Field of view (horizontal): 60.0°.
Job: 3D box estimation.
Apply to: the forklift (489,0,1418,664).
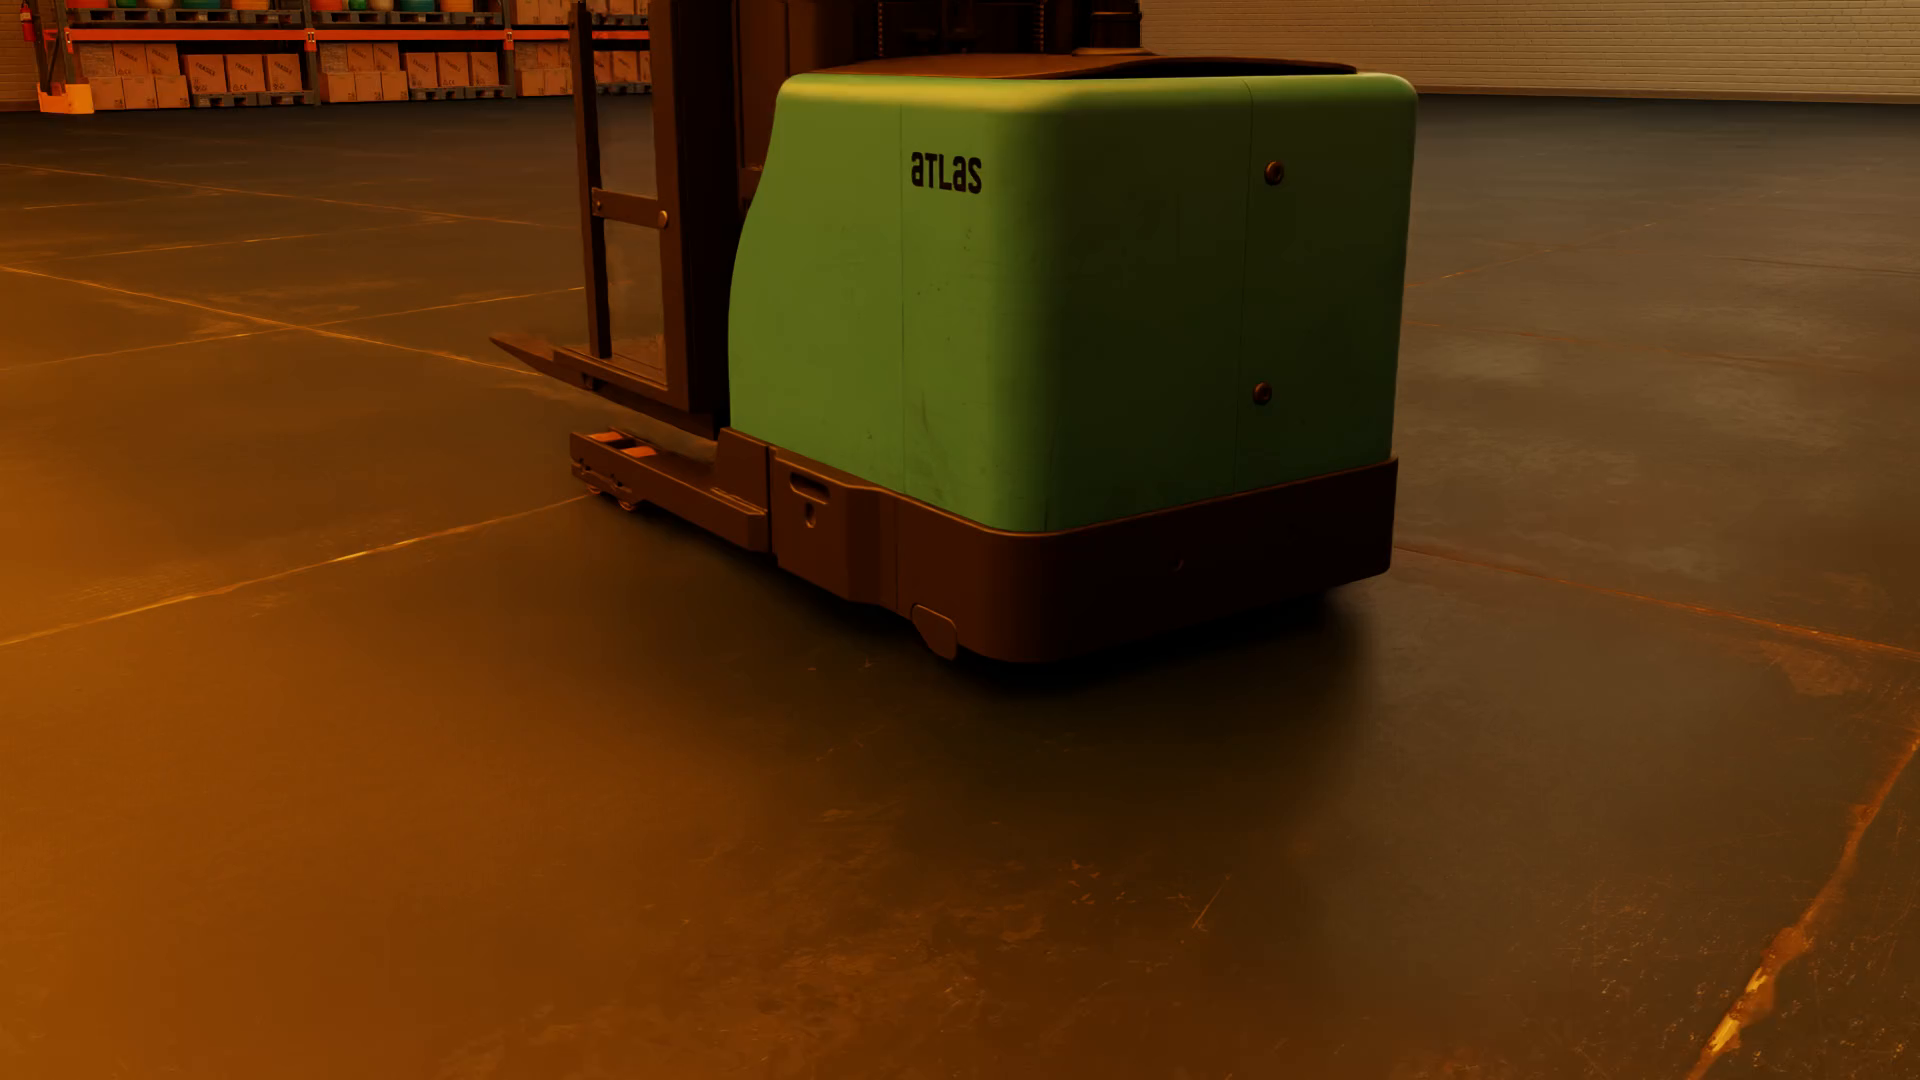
[{"bbox_3d":[-0.358,-1.546,3.989,1.130,2.935,3.031,-12,21,-34],"label":"forklift"}]
